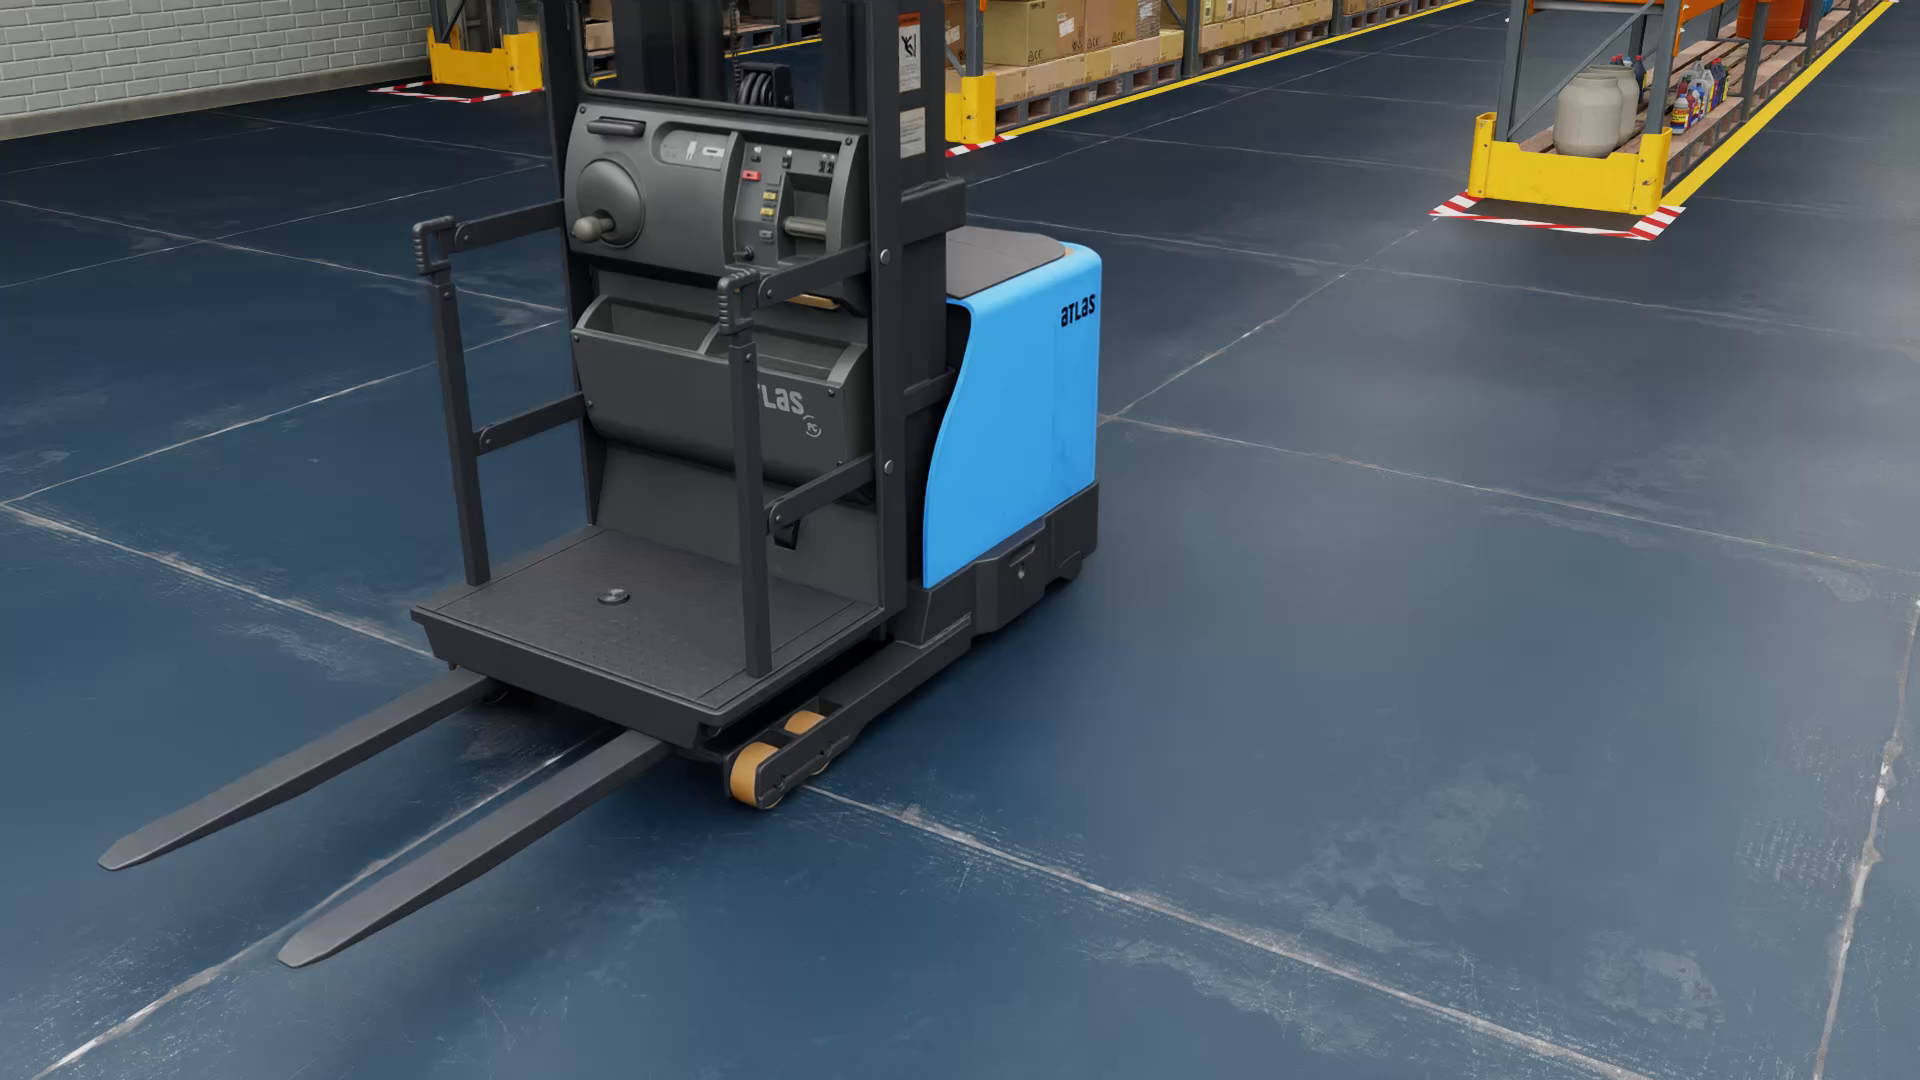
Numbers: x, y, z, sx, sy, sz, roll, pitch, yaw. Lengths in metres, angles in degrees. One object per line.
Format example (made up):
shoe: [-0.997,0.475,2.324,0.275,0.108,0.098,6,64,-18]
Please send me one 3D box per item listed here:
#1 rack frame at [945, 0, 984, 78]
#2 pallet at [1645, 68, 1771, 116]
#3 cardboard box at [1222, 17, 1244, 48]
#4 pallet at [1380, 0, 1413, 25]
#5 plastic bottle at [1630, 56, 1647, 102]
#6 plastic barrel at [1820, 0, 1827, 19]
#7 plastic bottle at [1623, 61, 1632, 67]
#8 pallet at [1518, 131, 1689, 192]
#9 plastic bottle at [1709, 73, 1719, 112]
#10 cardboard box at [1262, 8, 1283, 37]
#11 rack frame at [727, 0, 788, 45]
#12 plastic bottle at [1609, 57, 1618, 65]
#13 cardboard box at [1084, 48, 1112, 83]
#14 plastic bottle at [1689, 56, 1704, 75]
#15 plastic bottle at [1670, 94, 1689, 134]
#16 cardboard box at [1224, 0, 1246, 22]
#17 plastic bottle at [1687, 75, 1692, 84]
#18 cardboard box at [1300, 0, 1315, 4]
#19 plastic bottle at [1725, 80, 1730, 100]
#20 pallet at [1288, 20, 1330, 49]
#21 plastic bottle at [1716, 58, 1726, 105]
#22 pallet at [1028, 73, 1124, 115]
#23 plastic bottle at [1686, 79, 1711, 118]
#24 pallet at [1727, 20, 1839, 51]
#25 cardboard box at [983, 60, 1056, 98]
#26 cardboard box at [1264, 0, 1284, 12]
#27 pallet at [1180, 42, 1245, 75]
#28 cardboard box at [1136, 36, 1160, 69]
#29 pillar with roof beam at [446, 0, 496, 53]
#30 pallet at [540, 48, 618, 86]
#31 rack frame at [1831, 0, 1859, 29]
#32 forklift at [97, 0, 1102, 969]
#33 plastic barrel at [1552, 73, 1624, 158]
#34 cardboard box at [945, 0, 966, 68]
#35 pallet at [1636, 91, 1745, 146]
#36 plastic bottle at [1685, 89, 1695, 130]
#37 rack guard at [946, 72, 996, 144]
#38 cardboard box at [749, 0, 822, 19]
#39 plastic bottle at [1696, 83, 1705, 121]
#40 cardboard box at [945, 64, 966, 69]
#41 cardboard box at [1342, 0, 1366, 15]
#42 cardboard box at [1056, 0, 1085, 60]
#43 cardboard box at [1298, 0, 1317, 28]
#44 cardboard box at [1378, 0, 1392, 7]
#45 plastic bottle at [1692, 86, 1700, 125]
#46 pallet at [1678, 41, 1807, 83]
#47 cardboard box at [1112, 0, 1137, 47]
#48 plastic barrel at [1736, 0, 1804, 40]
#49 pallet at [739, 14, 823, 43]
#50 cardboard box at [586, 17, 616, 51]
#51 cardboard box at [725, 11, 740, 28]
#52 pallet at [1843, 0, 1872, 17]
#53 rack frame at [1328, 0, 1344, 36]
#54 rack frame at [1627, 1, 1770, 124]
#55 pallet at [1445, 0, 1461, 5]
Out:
rack frame: [-0.275,-4.596,12.590,1.000,3.000,0.127,14,27,29]
pallet: [6.422,-3.900,14.493,1.003,0.211,1.213,14,27,29]
cardboard box: [2.528,-5.133,16.764,0.500,0.250,0.500,15,27,30]
pallet: [5.015,-6.670,20.892,1.003,0.211,1.213,14,27,29]
plastic bottle: [5.385,-3.677,13.249,0.144,0.351,0.185,14,27,29]
plastic barrel: [9.586,-6.417,18.911,0.600,0.901,0.708,14,27,29]
plastic bottle: [5.353,-3.728,13.460,0.152,0.276,0.135,15,28,31]
pallet: [4.364,-2.585,11.456,1.003,0.211,1.213,14,27,29]
plastic bottle: [5.794,-3.455,12.822,0.061,0.283,0.133,16,28,32]
cardboard box: [3.068,-5.480,17.565,0.500,0.250,0.500,14,27,30]
rack frame: [-2.376,-6.983,18.104,1.000,3.000,0.127,14,27,29]
plastic bottle: [5.163,-3.643,13.171,0.144,0.351,0.185,13,26,27]
cardboard box: [0.989,-4.167,14.532,0.500,0.250,0.500,14,27,29]
plastic bottle: [5.823,-3.645,13.175,0.144,0.351,0.185,14,27,29]
plastic bottle: [5.152,-3.053,11.907,0.097,0.271,0.097,0,23,0]
cardboard box: [2.533,-5.389,16.649,0.500,0.311,0.500,14,27,28]
plastic bottle: [5.574,-3.423,12.747,0.061,0.283,0.133,14,27,29]
cardboard box: [3.609,-6.079,18.243,0.500,0.311,0.500,13,27,28]
plastic bottle: [6.114,-3.636,13.343,0.097,0.201,0.097,0,23,0]
pallet: [3.477,-5.746,18.758,1.003,0.211,1.213,14,27,29]
plastic bottle: [5.946,-3.615,13.105,0.144,0.351,0.185,13,27,28]
pallet: [0.737,-3.993,14.708,1.003,0.211,1.213,14,27,29]
plastic bottle: [5.585,-3.353,12.594,0.152,0.276,0.135,14,27,30]
pallet: [9.175,-5.662,18.563,1.003,0.211,1.213,14,27,29]
cardboard box: [0.457,-3.830,13.755,0.500,0.250,0.500,14,27,29]
cardboard box: [3.074,-5.740,17.461,0.500,0.311,0.500,15,27,30]
pallet: [2.190,-4.923,16.856,1.003,0.211,1.213,14,27,29]
cardboard box: [1.503,-4.508,15.319,0.500,0.250,0.500,14,27,29]
pillar with roof beam: [-1.194,-7.901,12.674,9.100,9.000,0.400,14,27,29]
pallet: [-3.987,-4.645,16.215,1.003,0.211,1.213,14,27,29]
rack frame: [10.261,-7.606,19.545,1.000,3.000,0.127,14,27,29]
forklift: [-0.765,-0.881,4.095,1.130,2.935,3.031,14,27,30]
plastic barrel: [4.213,-2.846,11.150,0.421,0.512,0.421,0,23,0]
cardboard box: [-0.245,-4.114,13.466,0.500,0.500,0.500,14,27,29]
pallet: [5.651,-3.409,13.358,1.003,0.211,1.213,14,27,29]
plastic bottle: [5.287,-3.131,12.072,0.061,0.283,0.133,14,27,30]
rack guard: [-0.288,-3.440,13.068,1.175,0.500,0.348,14,27,29]
cardboard box: [-2.002,-6.289,19.095,0.700,0.500,0.500,15,28,31]
plastic bottle: [5.492,-3.271,12.410,0.097,0.271,0.097,0,23,0]
cardboard box: [-0.244,-3.769,13.614,0.500,0.250,0.500,14,27,29]
cardboard box: [4.427,-6.444,19.453,0.500,0.500,0.500,15,28,31]
cardboard box: [0.711,-4.346,14.001,0.500,0.500,0.500,14,27,29]
cardboard box: [3.605,-5.823,18.358,0.500,0.250,0.500,14,27,28]
cardboard box: [4.968,-6.790,20.252,0.500,0.500,0.500,13,27,28]
plastic bottle: [5.385,-3.202,12.252,0.097,0.271,0.097,0,23,0]
pallet: [7.709,-4.723,16.395,1.003,0.211,1.213,14,27,29]
cardboard box: [1.241,-4.683,14.779,0.500,0.500,0.500,14,27,29]
plastic barrel: [8.394,-5.622,17.164,0.600,0.830,0.708,14,27,29]
pallet: [-1.967,-5.966,19.265,1.003,0.211,1.213,14,27,29]
cardboard box: [-3.744,-5.008,16.372,0.500,0.311,0.500,16,28,33]
cardboard box: [-2.633,-5.697,18.148,0.380,0.166,0.250,10,25,22]
pallet: [11.258,-6.997,21.646,1.003,0.211,1.213,14,27,29]
rack frame: [3.944,-7.296,18.827,1.000,3.000,0.127,14,27,29]
rack frame: [6.041,-4.906,13.308,1.000,3.000,0.127,14,27,29]
pallet: [6.417,-7.598,23.035,1.003,0.211,1.213,14,27,29]
